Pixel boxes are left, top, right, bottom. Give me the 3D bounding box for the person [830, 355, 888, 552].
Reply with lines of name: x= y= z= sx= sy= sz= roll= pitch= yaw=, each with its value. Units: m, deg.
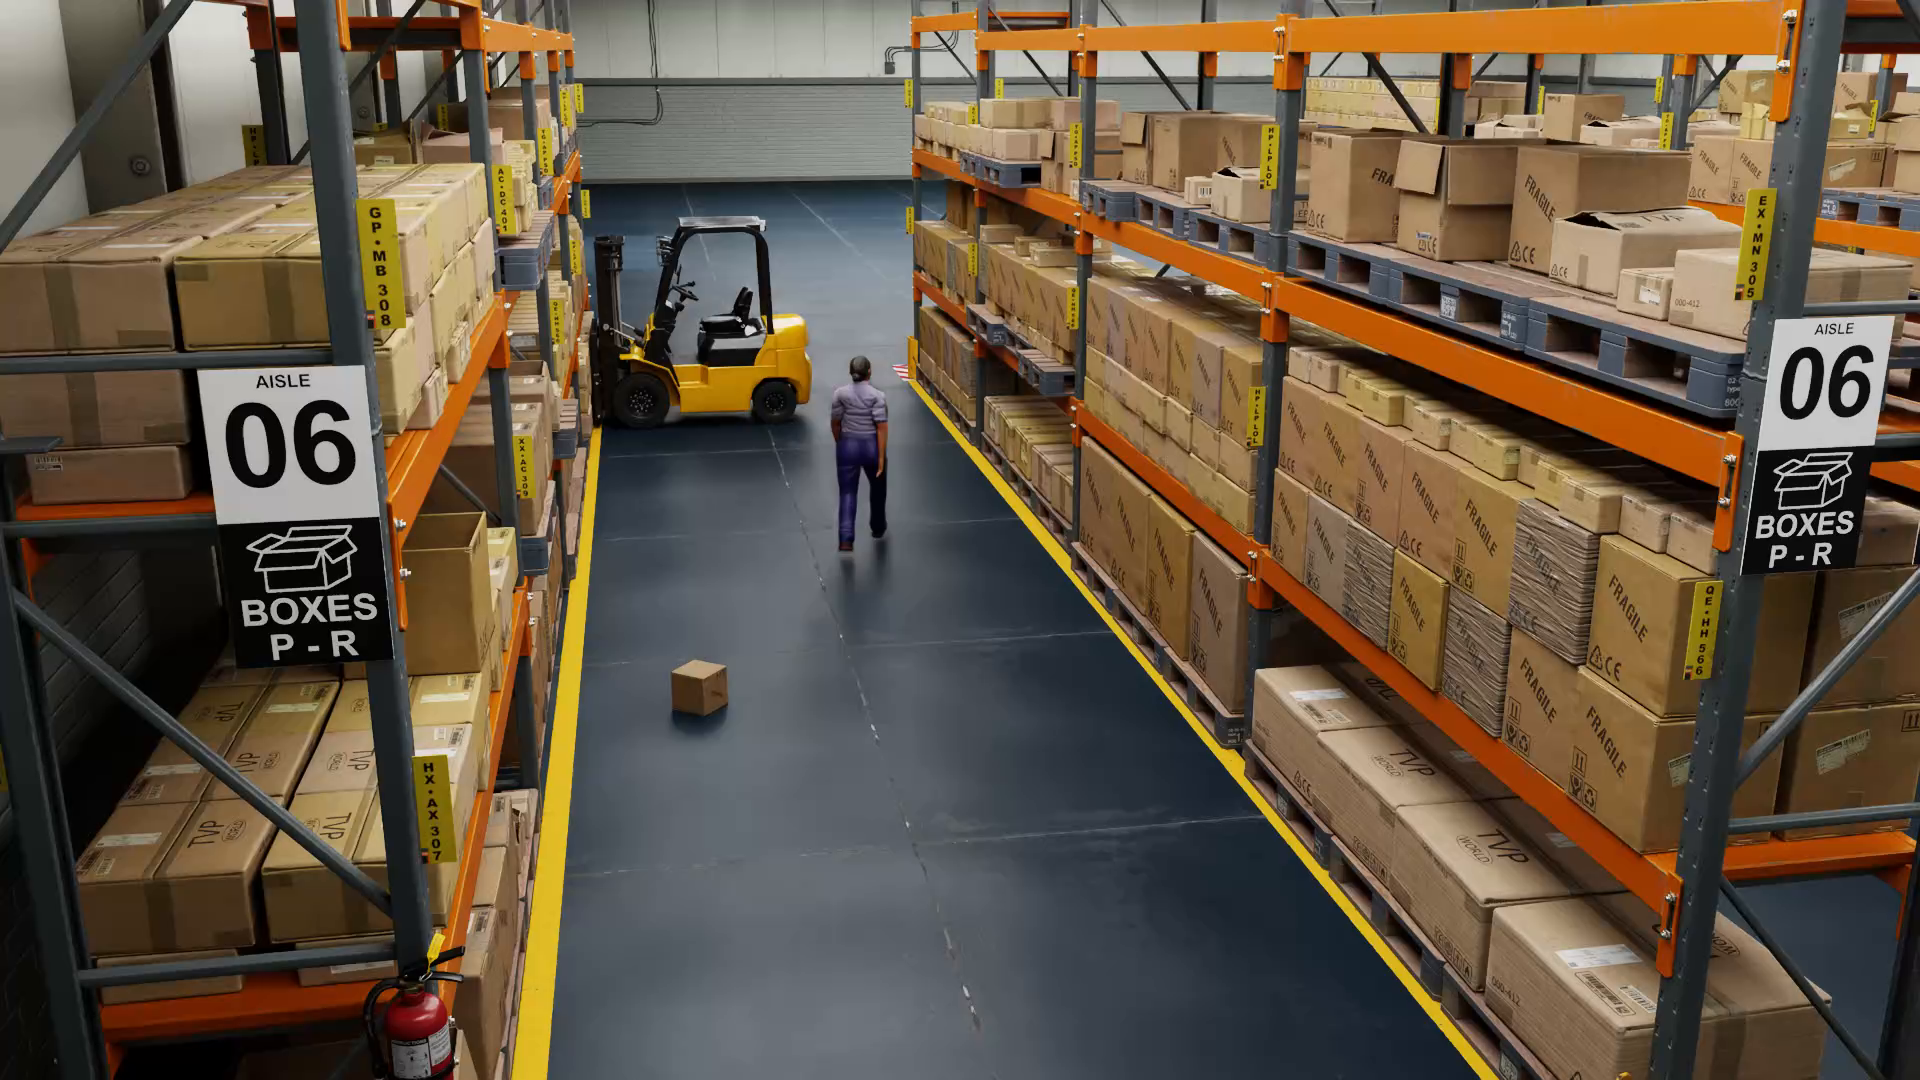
person: x=-0.810 y=-0.721 z=13.496 sx=0.479 sy=1.593 sz=1.023 roll=1 pitch=16 yaw=2
